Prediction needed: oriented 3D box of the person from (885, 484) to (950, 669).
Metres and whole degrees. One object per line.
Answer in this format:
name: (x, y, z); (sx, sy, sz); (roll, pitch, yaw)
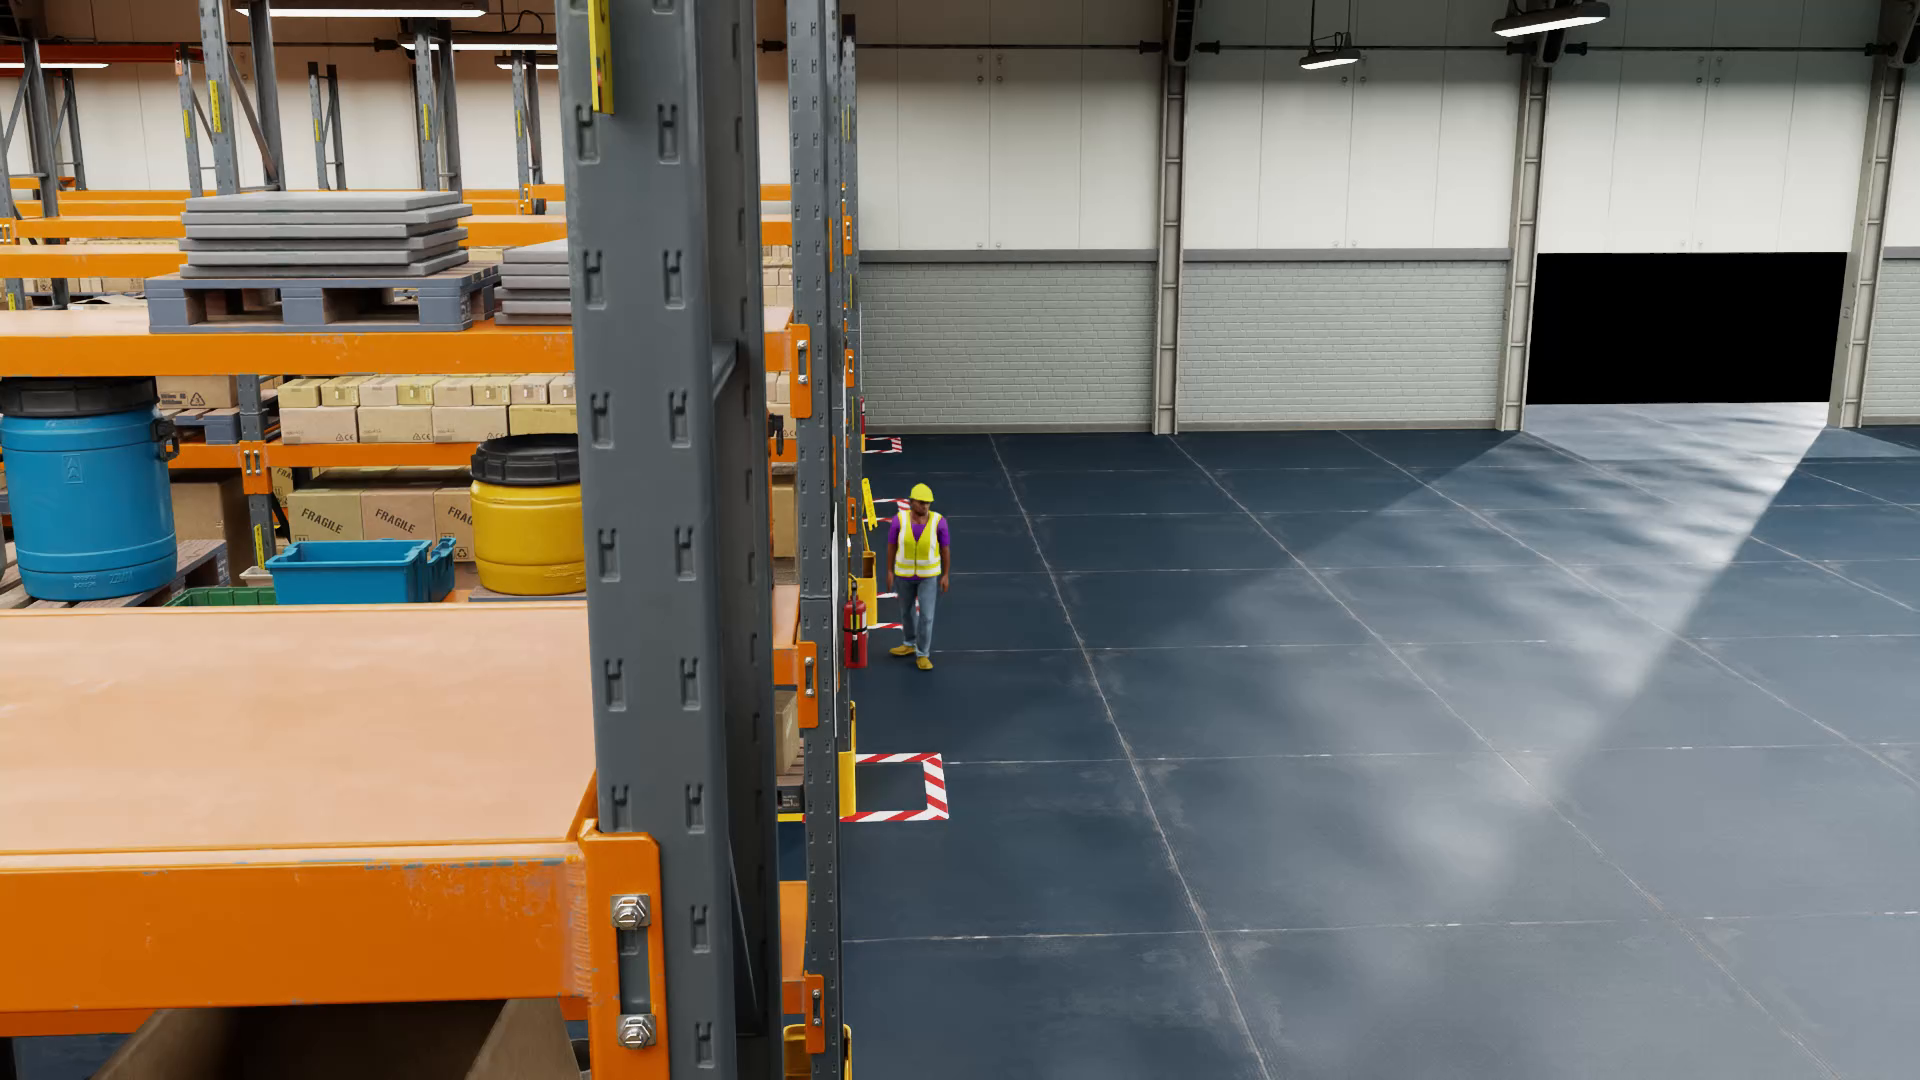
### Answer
person: (-0.396, 0.314, 15.638); (0.602, 1.756, 0.560); (1, 13, 5)
